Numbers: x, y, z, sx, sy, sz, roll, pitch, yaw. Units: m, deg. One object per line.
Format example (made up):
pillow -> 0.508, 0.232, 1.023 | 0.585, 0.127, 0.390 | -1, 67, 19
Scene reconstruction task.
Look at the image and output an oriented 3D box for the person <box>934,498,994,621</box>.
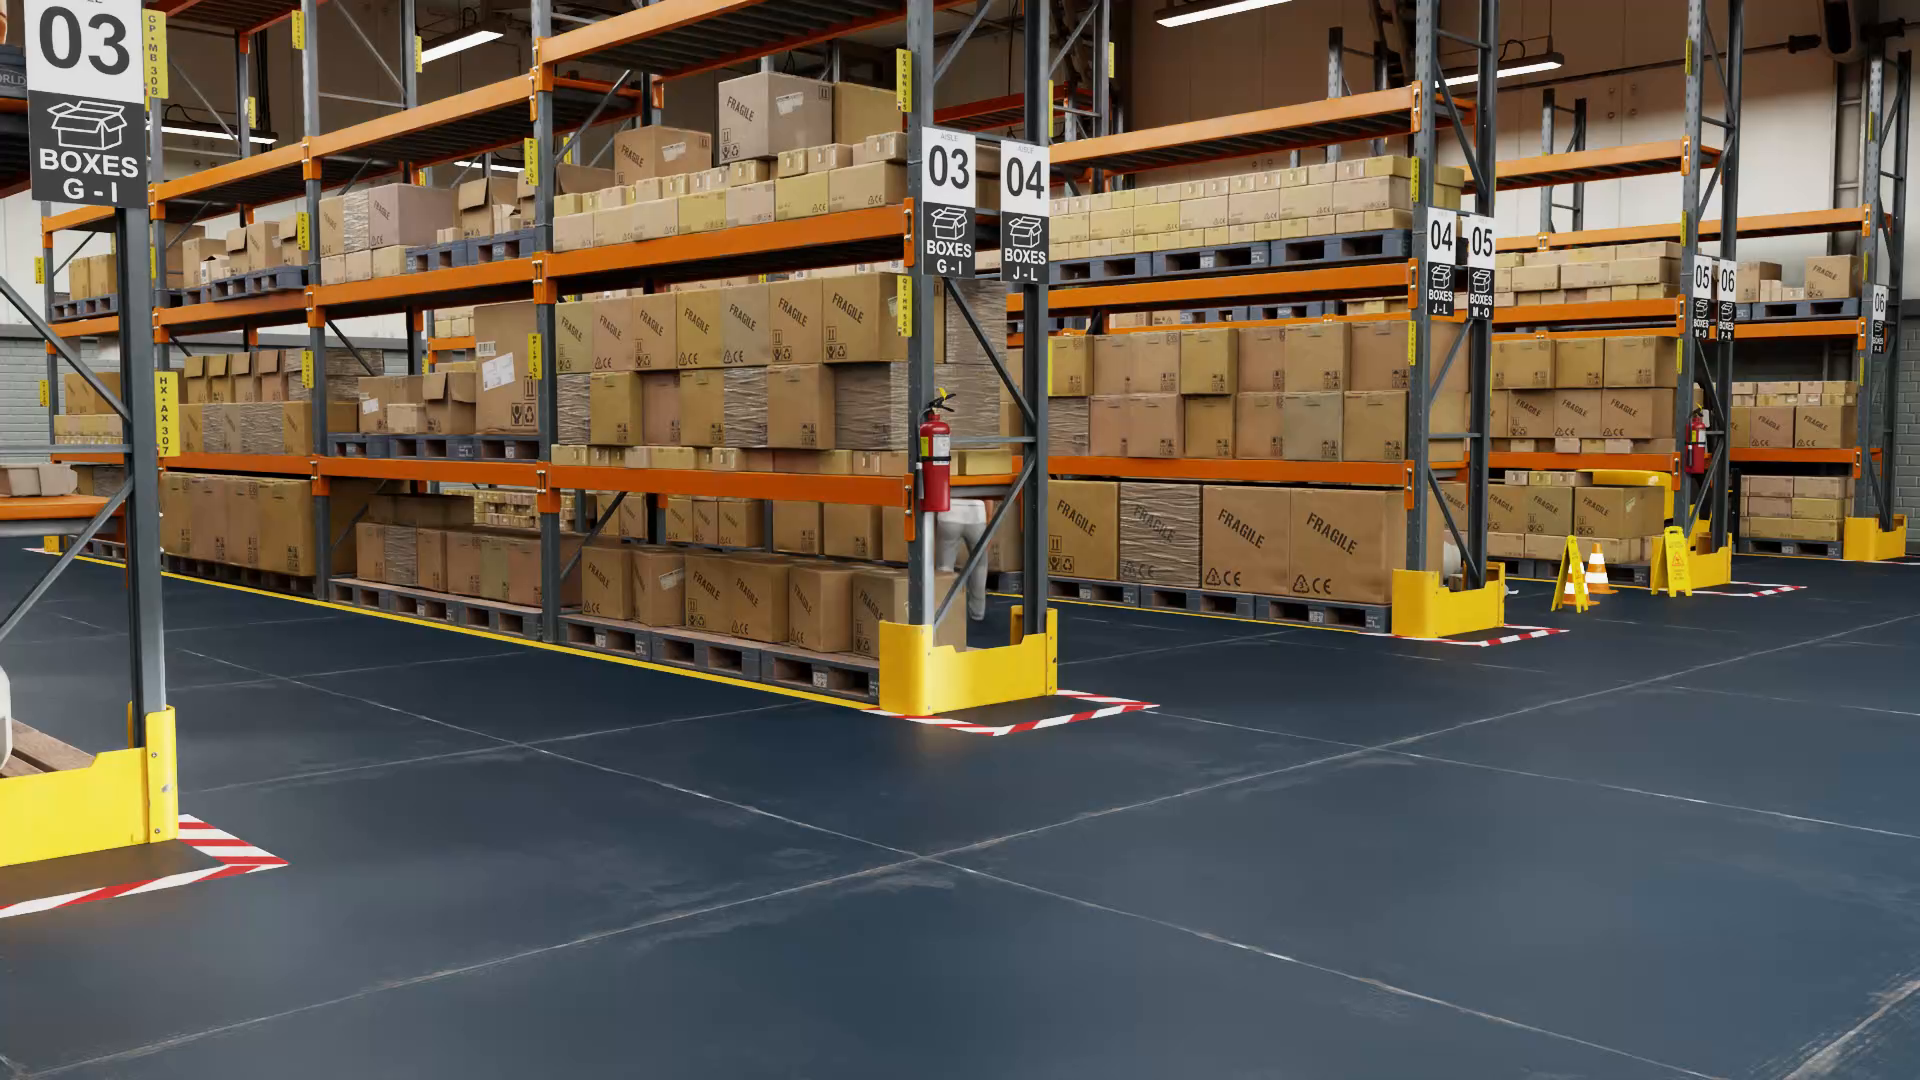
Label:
person -> 0.021, -0.128, 13.185 | 0.493, 1.590, 0.965 | 0, 4, 2
